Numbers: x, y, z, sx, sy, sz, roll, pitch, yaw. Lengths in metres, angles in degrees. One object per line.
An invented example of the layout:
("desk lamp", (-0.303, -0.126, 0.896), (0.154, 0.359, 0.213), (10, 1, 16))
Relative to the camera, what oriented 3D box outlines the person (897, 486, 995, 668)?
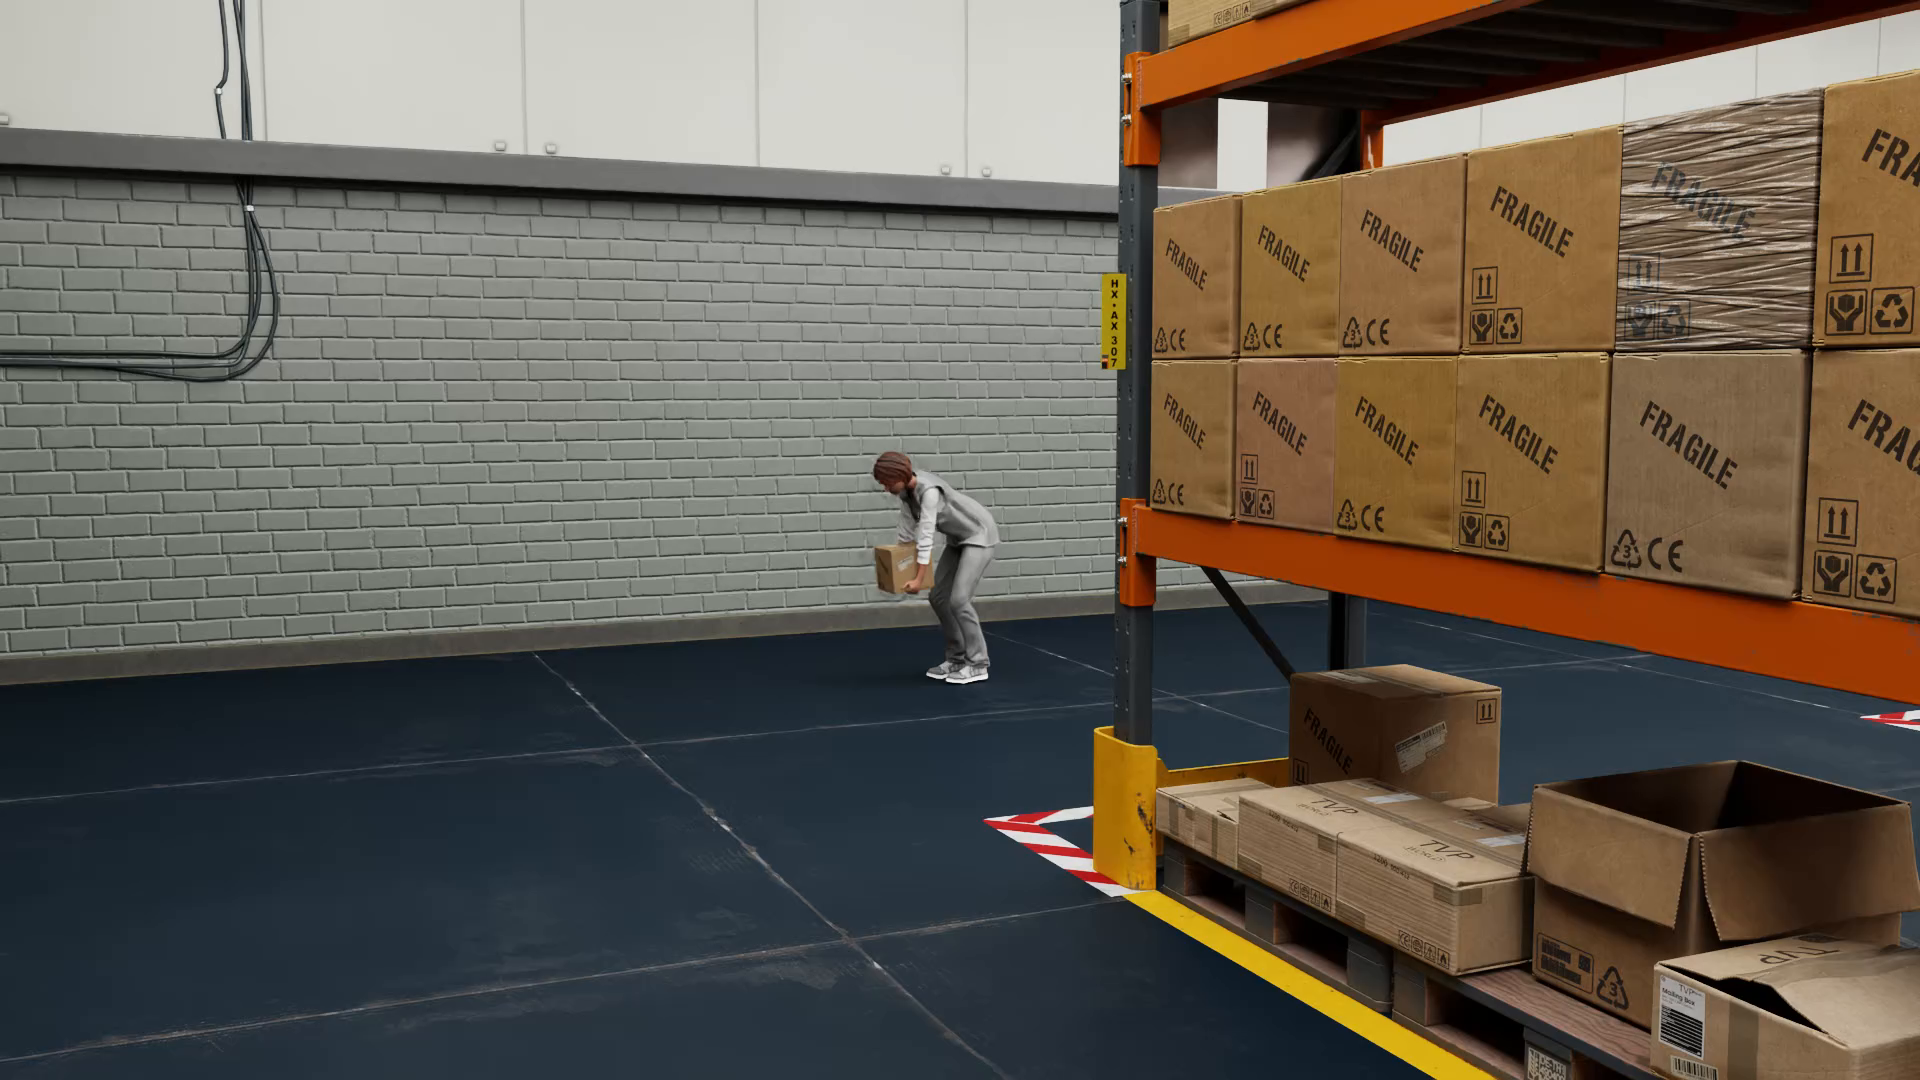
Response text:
("person", (-0.053, 0.186, 9.553), (0.539, 1.117, 0.380), (-3, 6, -25))
